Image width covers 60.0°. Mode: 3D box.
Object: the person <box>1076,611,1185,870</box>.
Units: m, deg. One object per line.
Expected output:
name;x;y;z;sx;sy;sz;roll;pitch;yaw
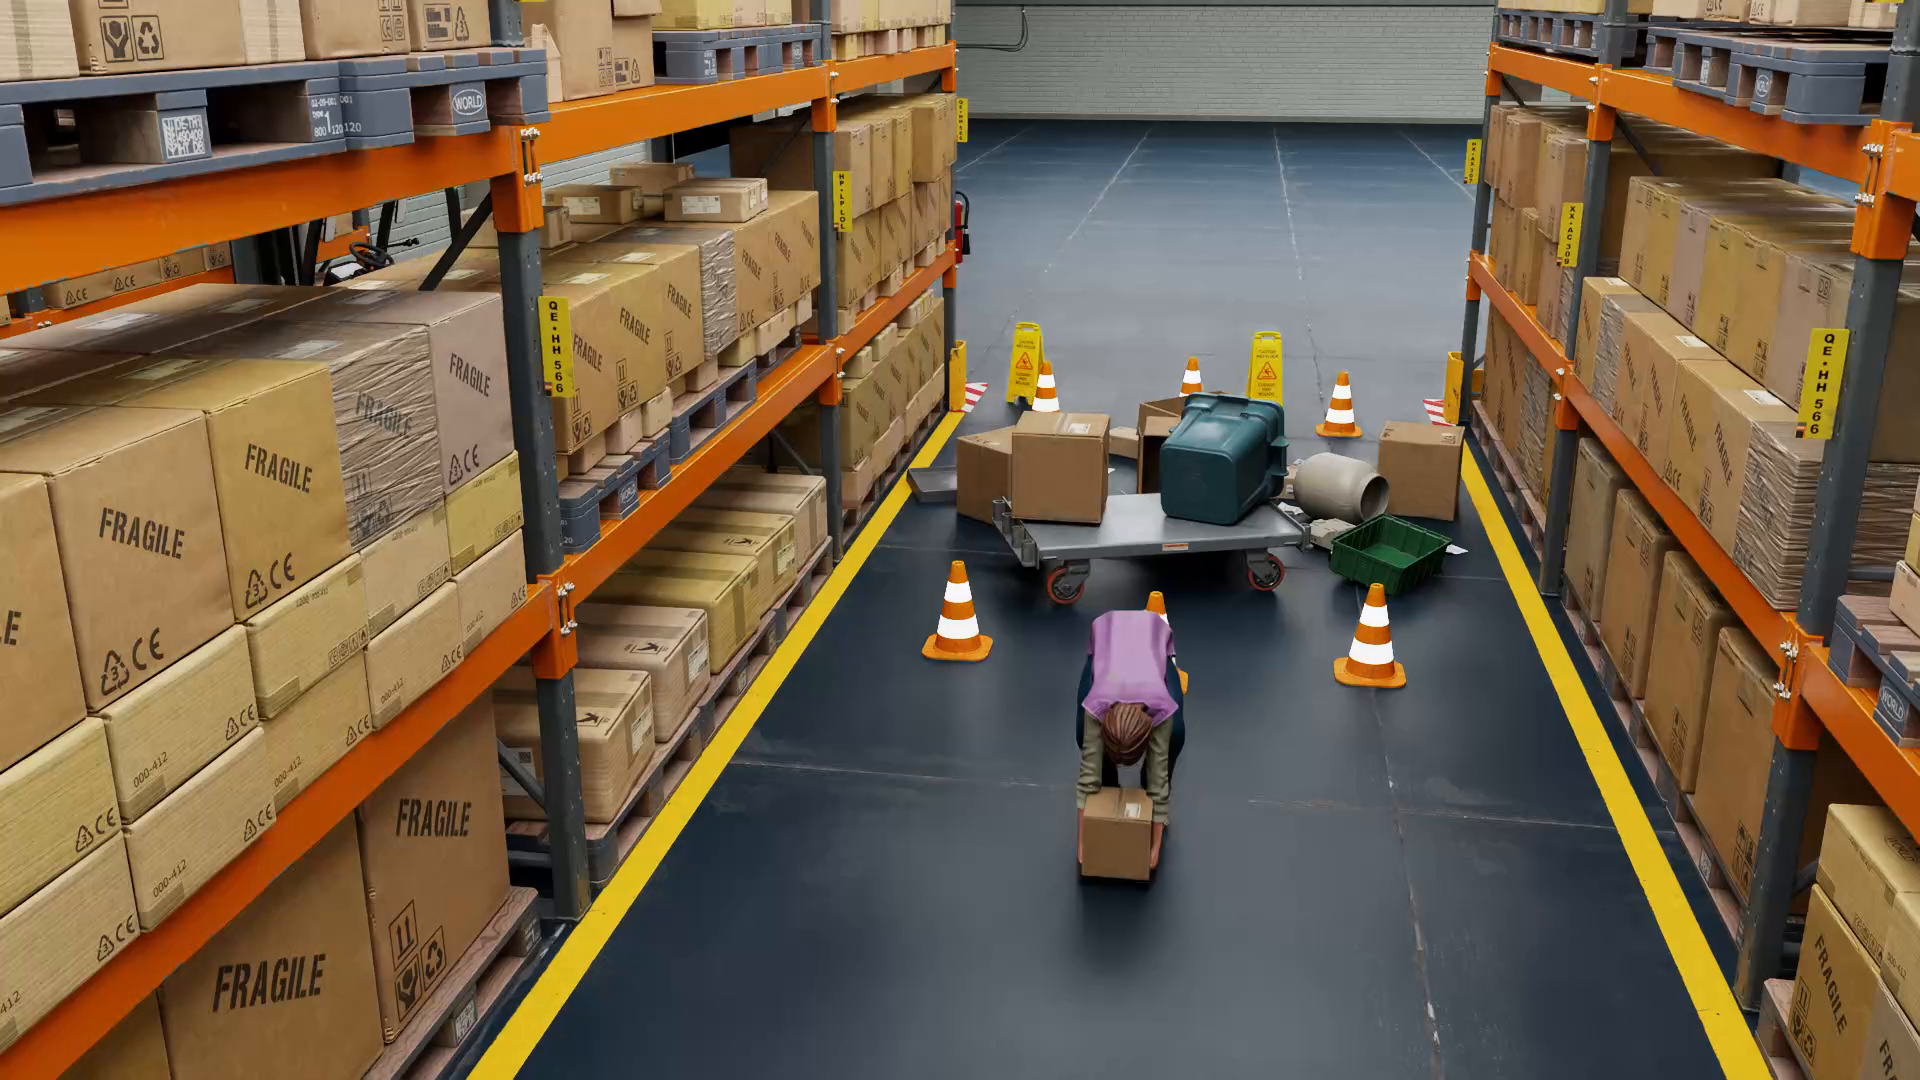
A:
person;0.660;0.754;6.454;0.423;0.860;0.853;2;18;6
